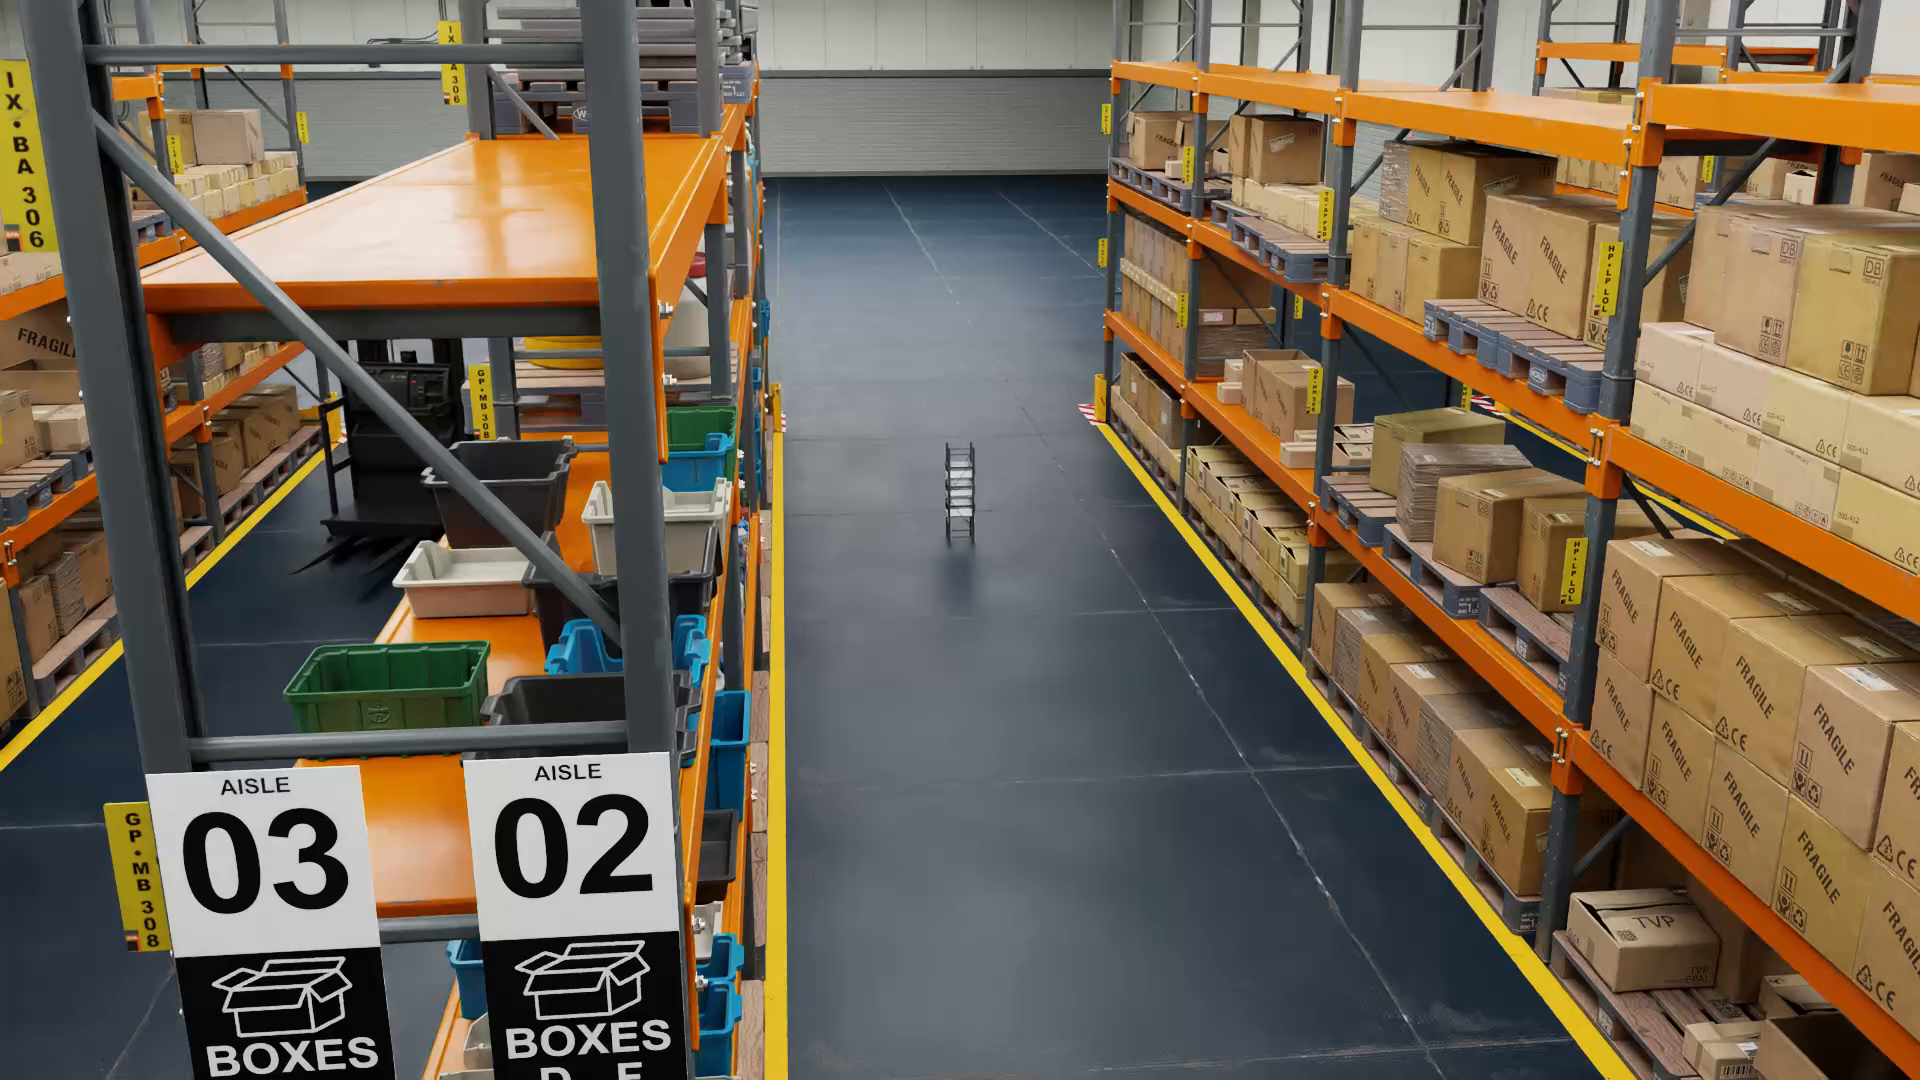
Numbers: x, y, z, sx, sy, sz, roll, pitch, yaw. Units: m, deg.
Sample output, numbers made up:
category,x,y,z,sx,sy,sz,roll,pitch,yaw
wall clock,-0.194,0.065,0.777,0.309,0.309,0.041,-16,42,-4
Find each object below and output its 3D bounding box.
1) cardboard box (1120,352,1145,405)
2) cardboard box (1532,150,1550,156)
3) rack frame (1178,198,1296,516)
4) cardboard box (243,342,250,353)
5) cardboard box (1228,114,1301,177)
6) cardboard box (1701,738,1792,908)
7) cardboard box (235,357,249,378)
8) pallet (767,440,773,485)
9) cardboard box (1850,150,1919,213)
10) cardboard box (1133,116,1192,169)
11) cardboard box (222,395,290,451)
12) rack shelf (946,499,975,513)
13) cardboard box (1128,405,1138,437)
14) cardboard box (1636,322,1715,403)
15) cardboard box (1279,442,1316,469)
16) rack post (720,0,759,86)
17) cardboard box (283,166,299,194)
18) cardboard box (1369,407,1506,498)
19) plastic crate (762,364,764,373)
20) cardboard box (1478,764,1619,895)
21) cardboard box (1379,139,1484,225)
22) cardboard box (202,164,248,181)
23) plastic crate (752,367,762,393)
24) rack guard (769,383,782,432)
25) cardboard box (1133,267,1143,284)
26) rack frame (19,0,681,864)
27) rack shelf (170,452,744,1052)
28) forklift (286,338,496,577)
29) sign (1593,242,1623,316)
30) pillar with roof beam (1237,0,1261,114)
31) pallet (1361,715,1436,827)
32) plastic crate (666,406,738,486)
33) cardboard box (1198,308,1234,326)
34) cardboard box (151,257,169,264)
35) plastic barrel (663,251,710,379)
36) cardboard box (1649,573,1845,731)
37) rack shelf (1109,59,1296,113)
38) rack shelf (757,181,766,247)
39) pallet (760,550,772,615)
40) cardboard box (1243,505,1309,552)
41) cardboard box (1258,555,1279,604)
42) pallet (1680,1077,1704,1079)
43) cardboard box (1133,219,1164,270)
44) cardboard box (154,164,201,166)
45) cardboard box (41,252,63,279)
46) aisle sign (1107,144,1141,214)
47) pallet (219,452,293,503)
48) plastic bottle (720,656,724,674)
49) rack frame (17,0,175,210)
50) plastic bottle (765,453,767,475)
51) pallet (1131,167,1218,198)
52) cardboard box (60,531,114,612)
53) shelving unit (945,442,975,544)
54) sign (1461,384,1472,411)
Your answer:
category,x,y,z,sx,sy,sz,roll,pitch,yaw
cardboard box,2.095,-1.823,18.687,0.500,0.500,0.500,-2,18,-6
cardboard box,6.920,-4.428,19.137,0.500,0.500,0.500,-1,17,-4
rack frame,2.620,-1.701,15.659,1.000,3.000,0.127,-2,18,-6
cardboard box,-7.387,-2.017,16.004,0.875,0.500,0.500,-2,18,-6
cardboard box,2.645,-3.433,14.468,0.500,0.500,0.500,-2,17,-5
cardboard box,3.332,1.097,6.581,0.500,0.500,0.500,-2,18,-6
cardboard box,-7.043,-1.648,15.910,0.380,0.149,0.250,-2,18,-6
pallet,-2.464,-0.784,17.395,1.003,0.211,1.213,-2,18,-6
cardboard box,7.651,-3.001,13.926,0.500,0.500,0.500,-2,18,-8
cardboard box,2.107,-4.135,17.304,0.500,0.500,0.500,-2,18,-6
cardboard box,-7.503,-1.232,17.637,0.500,0.500,0.500,3,18,9
rack shelf,0.001,-0.309,15.144,0.258,0.077,0.200,-2,18,-6
cardboard box,2.148,-1.316,18.325,0.500,0.250,0.500,-2,18,-6
cardboard box,3.248,-0.763,7.080,0.500,0.250,0.500,-2,18,-6
cardboard box,2.665,-0.649,12.727,0.380,0.149,0.250,-2,18,-6
rack post,-2.018,-3.922,12.387,1.013,1.000,3.121,-2,18,-6
cardboard box,-7.344,-3.811,17.625,0.500,0.250,0.500,-1,17,-4
cardboard box,3.210,-0.573,11.199,0.700,0.500,0.500,-8,19,-24
plastic crate,-2.235,-1.679,15.694,0.767,0.338,0.504,-2,18,-6
cardboard box,3.109,1.527,8.816,0.500,0.500,0.500,-2,18,-6
cardboard box,3.072,-2.335,10.835,0.500,0.500,0.500,-2,18,-6
cardboard box,-7.198,-3.593,16.265,0.380,0.149,0.250,-3,18,-8
plastic crate,-1.884,-1.222,14.162,0.392,0.384,0.575,-2,18,-6
rack guard,-2.665,-1.527,19.278,1.175,0.500,0.348,-2,18,-6
cardboard box,2.112,-2.898,18.223,0.380,0.149,0.250,-2,18,-6
rack frame,-1.069,-0.836,2.889,1.000,3.000,0.127,-2,18,-6
rack shelf,-1.276,0.343,5.344,1.077,0.370,4.000,-2,18,-6
forklift,-5.039,-1.352,14.662,1.130,2.935,3.031,2,18,6
sign,2.894,-1.165,7.424,0.100,0.325,0.005,-2,18,-6
pillar with roof beam,1.929,-10.957,35.127,9.100,9.000,0.400,-2,18,-6
pallet,3.195,1.408,10.414,1.003,0.211,1.213,-2,18,-6
plastic crate,-1.138,-0.378,6.794,0.450,0.188,0.662,-2,18,-6
cardboard box,2.379,-2.132,15.784,0.380,0.149,0.250,-2,18,-6
cardboard box,-7.607,-2.337,15.353,0.500,0.500,0.500,-2,18,-6
plastic barrel,-1.287,-1.026,7.575,0.433,0.535,0.433,0,17,0
cardboard box,3.268,0.461,6.938,0.500,0.500,0.500,-2,18,-7
rack shelf,2.414,-4.625,16.826,1.077,0.370,4.000,-2,18,-6
rack shelf,-2.513,-3.233,16.732,1.077,0.370,4.000,-2,18,-6
pallet,-2.058,0.379,13.691,1.003,0.211,1.213,-2,18,-6
cardboard box,2.624,-0.119,13.573,0.500,0.311,0.500,-2,18,-6
cardboard box,2.679,0.300,13.176,0.500,0.250,0.500,-2,18,-6
pallet,3.644,2.582,6.673,1.003,0.211,1.213,-2,18,-6
cardboard box,2.308,-3.247,18.253,0.700,0.500,0.500,-2,18,-7
cardboard box,-7.747,-3.660,16.476,0.380,0.149,0.250,-3,18,-8
cardboard box,-6.732,-2.017,11.910,0.500,0.250,0.500,-1,17,-4
aisle sign,1.896,-4.143,19.098,0.394,0.787,0.004,-2,18,-6
pallet,-7.467,-0.629,16.900,1.003,0.211,1.213,-2,18,-6
plastic bottle,-1.149,0.671,8.319,0.097,0.271,0.097,0,17,0
rack frame,-7.234,-4.258,13.789,1.000,3.000,0.127,-2,18,-6
plastic bottle,-1.997,-0.804,16.492,0.144,0.351,0.185,-3,18,-8
pallet,2.384,-3.706,17.185,1.003,0.211,1.213,-2,18,-6
cardboard box,-7.045,0.246,12.897,0.700,0.500,0.500,0,17,-1
shelving unit,0.001,-0.427,15.108,0.258,0.900,0.210,-2,18,-6
sign,3.572,-1.043,11.764,0.100,0.325,0.005,-2,18,-6
